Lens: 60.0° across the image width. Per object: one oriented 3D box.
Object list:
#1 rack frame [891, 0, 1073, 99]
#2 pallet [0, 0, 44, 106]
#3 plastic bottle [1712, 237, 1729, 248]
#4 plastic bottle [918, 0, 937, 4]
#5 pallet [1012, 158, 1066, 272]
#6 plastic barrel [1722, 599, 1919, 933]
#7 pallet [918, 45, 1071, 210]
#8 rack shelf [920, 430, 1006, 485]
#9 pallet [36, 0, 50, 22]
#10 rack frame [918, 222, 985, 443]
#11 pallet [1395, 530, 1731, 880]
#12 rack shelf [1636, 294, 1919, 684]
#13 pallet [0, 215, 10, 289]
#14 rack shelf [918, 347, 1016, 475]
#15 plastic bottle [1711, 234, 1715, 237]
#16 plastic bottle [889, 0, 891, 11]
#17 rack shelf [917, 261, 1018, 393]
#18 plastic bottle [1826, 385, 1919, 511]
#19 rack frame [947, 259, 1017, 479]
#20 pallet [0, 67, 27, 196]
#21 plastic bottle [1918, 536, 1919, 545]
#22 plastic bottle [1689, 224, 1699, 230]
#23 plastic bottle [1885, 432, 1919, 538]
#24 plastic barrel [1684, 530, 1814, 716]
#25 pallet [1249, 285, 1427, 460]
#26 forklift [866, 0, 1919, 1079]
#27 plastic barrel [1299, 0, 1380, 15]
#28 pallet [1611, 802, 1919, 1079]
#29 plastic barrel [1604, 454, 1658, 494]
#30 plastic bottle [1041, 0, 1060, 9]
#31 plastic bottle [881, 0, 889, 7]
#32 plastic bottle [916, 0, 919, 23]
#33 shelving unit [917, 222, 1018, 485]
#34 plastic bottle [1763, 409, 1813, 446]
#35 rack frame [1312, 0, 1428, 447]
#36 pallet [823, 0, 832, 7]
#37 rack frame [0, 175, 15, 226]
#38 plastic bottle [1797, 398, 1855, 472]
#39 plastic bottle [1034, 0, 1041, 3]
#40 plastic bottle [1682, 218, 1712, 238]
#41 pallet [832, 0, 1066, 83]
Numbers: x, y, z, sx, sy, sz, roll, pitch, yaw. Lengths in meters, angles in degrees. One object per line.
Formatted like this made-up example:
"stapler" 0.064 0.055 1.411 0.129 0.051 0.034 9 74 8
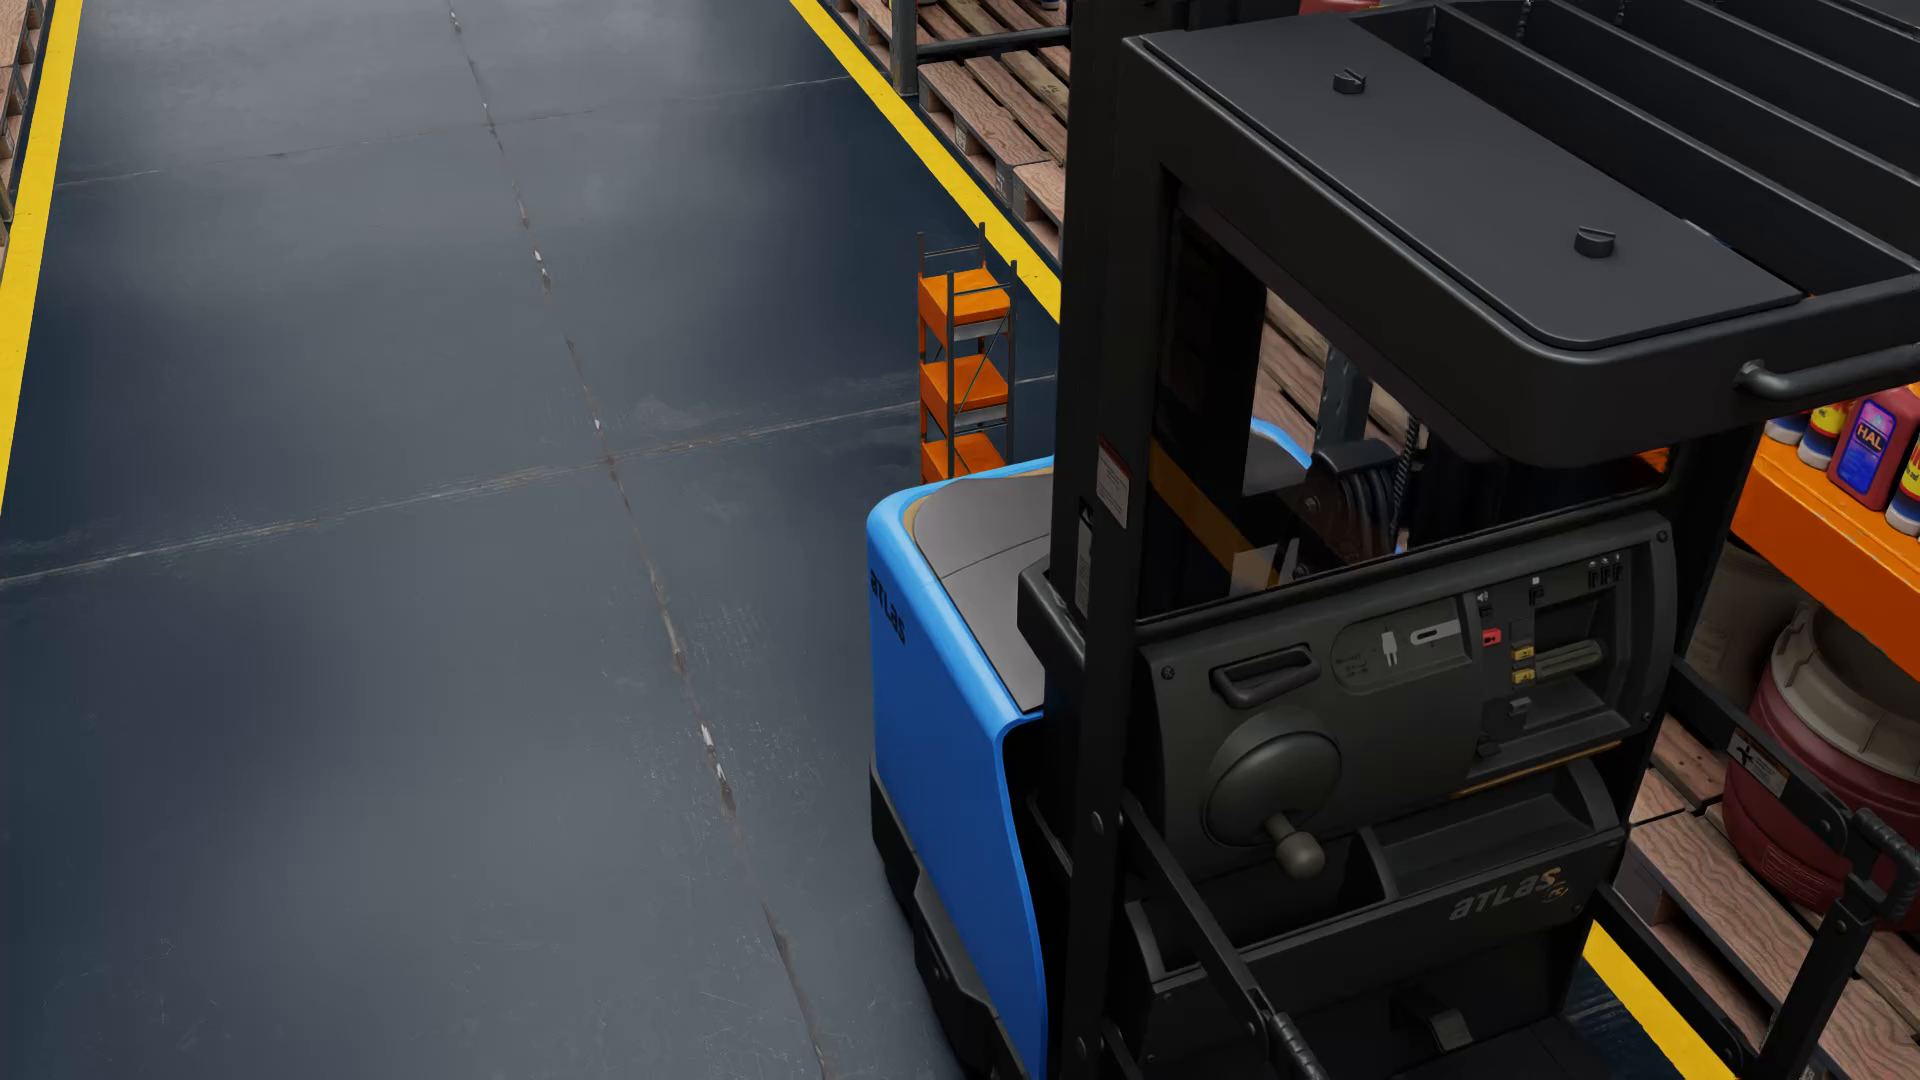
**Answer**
"rack frame" 0.161 -3.486 7.385 1.000 3.000 0.127 -12 39 -16
"pallet" -5.177 -2.409 8.273 1.003 0.211 1.213 -12 39 -16
"plastic bottle" 1.613 -0.544 3.586 0.097 0.271 0.097 0 37 0
"plastic bottle" -0.196 -2.938 8.493 0.144 0.351 0.185 -12 39 -16
"pallet" 0.891 -1.247 6.729 1.003 0.211 1.213 -12 39 -16
"plastic barrel" 2.110 0.480 3.775 0.600 0.588 0.708 -12 39 -16
"pallet" 0.468 -1.937 7.646 1.003 0.211 1.213 -12 39 -16
"rack shelf" 0.018 -0.159 5.068 0.215 0.259 0.240 -12 39 -16
"pallet" -5.594 -3.097 9.187 1.003 0.211 1.213 -12 39 -16
"rack frame" -0.024 -0.458 4.985 0.200 1.050 0.008 -12 39 -16
"pallet" 1.848 0.324 4.644 1.003 0.211 1.213 -12 39 -16
"rack shelf" 2.226 0.191 3.102 1.077 0.370 4.000 -12 39 -16
"pallet" -4.220 -0.907 6.279 1.003 0.211 1.213 -12 39 -16
"rack shelf" 0.018 -0.381 4.900 0.215 0.259 0.240 -12 39 -16
"plastic bottle" 1.653 -0.611 3.733 0.097 0.201 0.097 0 37 0
"plastic bottle" -0.314 -2.780 8.340 0.061 0.283 0.133 -11 38 -14
"rack shelf" 0.018 -0.607 4.730 0.215 0.259 0.240 -12 39 -16
"plastic bottle" 1.738 -0.206 3.128 0.061 0.283 0.133 -12 39 -16
"rack frame" 0.060 -0.320 4.802 0.200 1.050 0.008 -12 39 -16
"pallet" -4.754 -1.719 7.357 1.003 0.211 1.213 -12 39 -16
"plastic bottle" 1.860 -0.082 2.969 0.152 0.276 0.135 -12 39 -16
"plastic bottle" 1.545 -0.522 3.547 0.061 0.283 0.133 -12 39 -16
"plastic bottle" 1.794 -0.140 3.050 0.097 0.271 0.097 0 37 0
"plastic barrel" 2.000 0.173 4.246 0.421 0.512 0.421 0 37 0
"pallet" 1.307 -0.558 5.816 1.003 0.211 1.213 -12 39 -16
"forklift" 0.797 0.308 2.404 1.130 2.935 3.031 -13 39 -17
"plastic barrel" 1.093 -1.480 4.609 0.600 0.536 0.708 -12 39 -16
"pallet" 2.264 1.012 3.731 1.003 0.211 1.213 -12 39 -16
"plastic barrel" 1.722 -0.255 4.550 0.600 0.830 0.708 -12 39 -16
"plastic bottle" 0.463 -2.843 8.433 0.097 0.271 0.097 0 37 0
"plastic bottle" -0.331 -2.908 8.454 0.144 0.351 0.185 -13 39 -17
"plastic bottle" -0.257 -2.685 8.281 0.097 0.201 0.097 0 37 0
"shelving unit" 0.018 -0.389 4.894 0.215 1.050 0.252 -12 39 -16
"plastic bottle" 1.682 -0.326 3.296 0.097 0.271 0.097 0 37 0
"rack frame" 1.537 -1.227 4.385 1.000 3.000 0.127 -12 39 -16
"pallet" -0.455 -3.451 9.656 1.003 0.211 1.213 -12 39 -16
"rack frame" -4.490 -2.461 6.024 1.000 3.000 0.127 -12 39 -16
"plastic bottle" 1.715 -0.271 3.223 0.097 0.271 0.097 0 37 0
"plastic bottle" 0.428 -2.872 8.530 0.097 0.201 0.097 0 37 0
"plastic bottle" 1.542 -0.604 3.662 0.152 0.276 0.135 -12 39 -16
"pallet" -0.031 -2.760 8.739 1.003 0.211 1.213 -12 39 -16
